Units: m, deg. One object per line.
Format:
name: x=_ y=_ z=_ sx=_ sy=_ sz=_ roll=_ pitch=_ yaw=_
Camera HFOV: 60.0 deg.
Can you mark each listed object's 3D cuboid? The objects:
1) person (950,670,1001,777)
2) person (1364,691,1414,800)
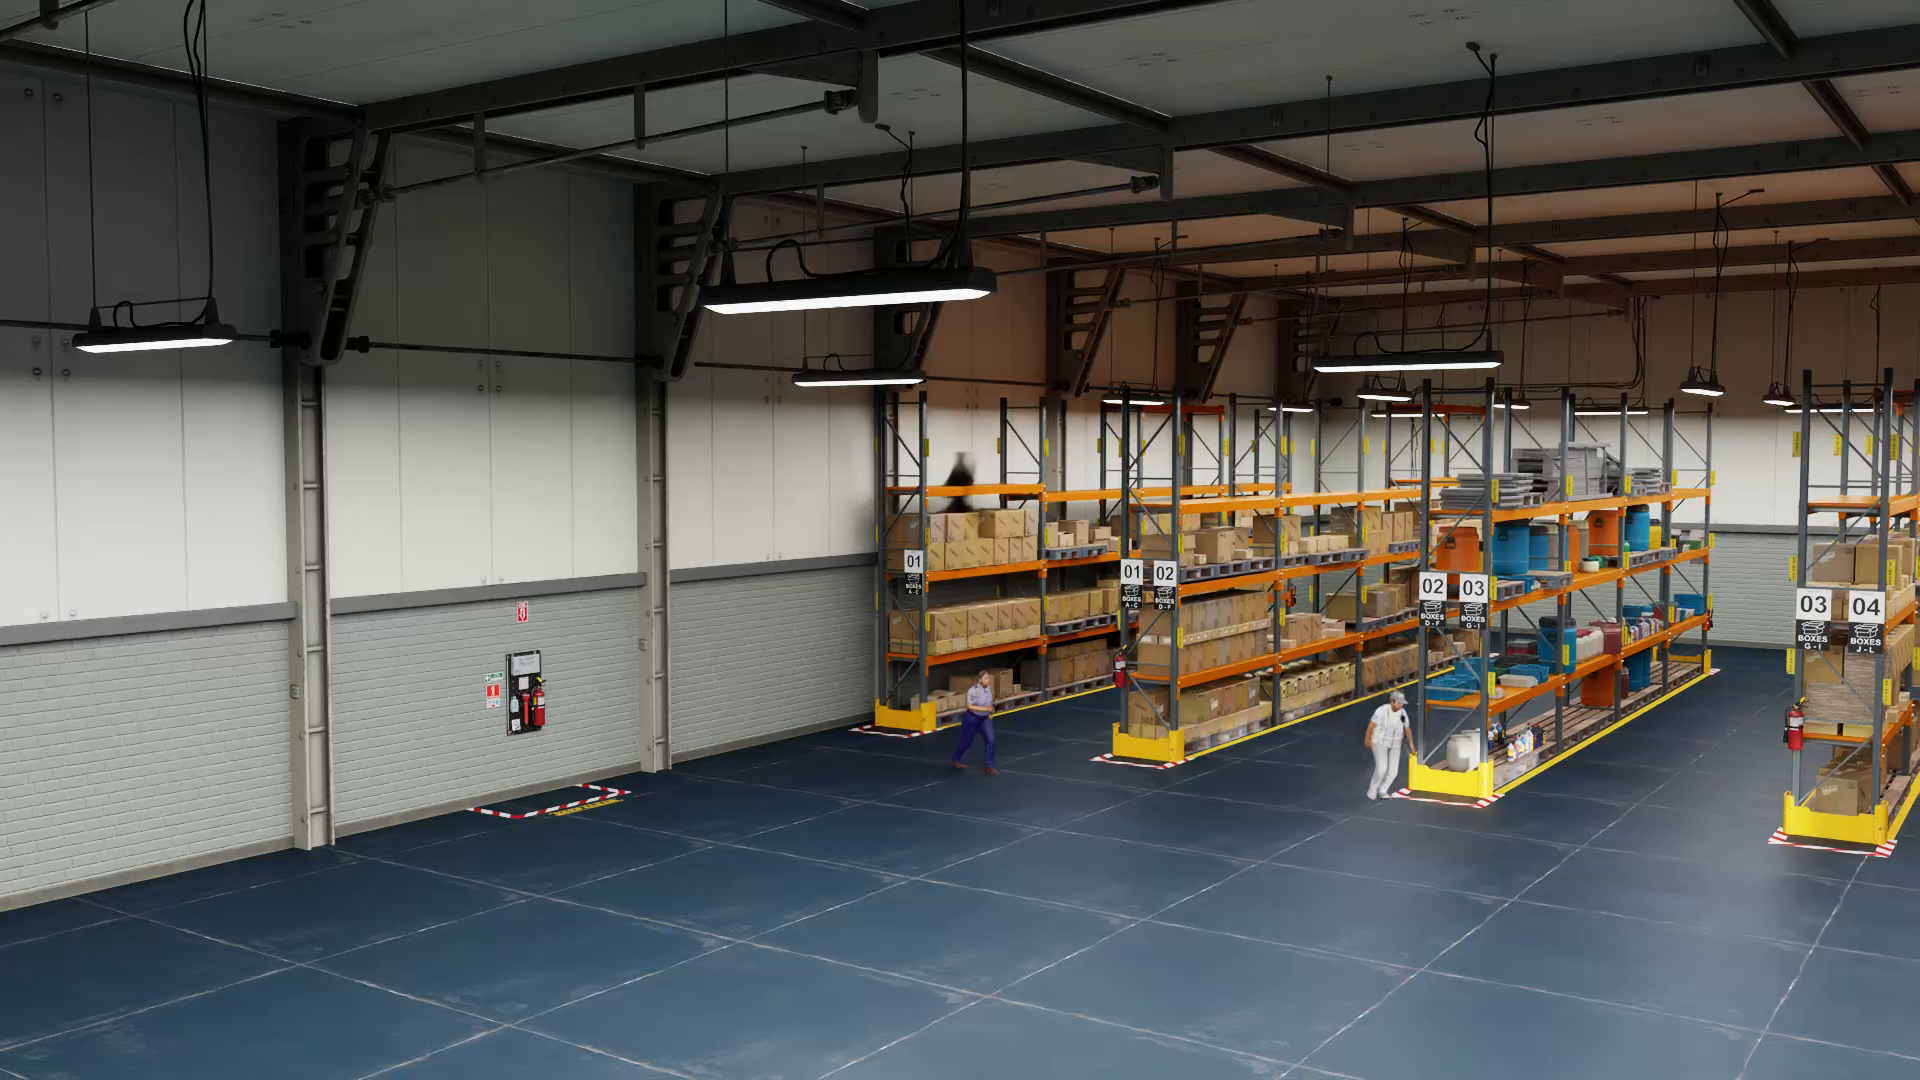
person: x=0.239 y=2.791 z=25.491 sx=0.607 sy=1.611 sz=0.943 roll=-3 pitch=4 yaw=-43
person: x=6.073 y=2.897 z=23.498 sx=0.566 sy=1.573 sz=0.687 roll=-1 pitch=3 yaw=-12
